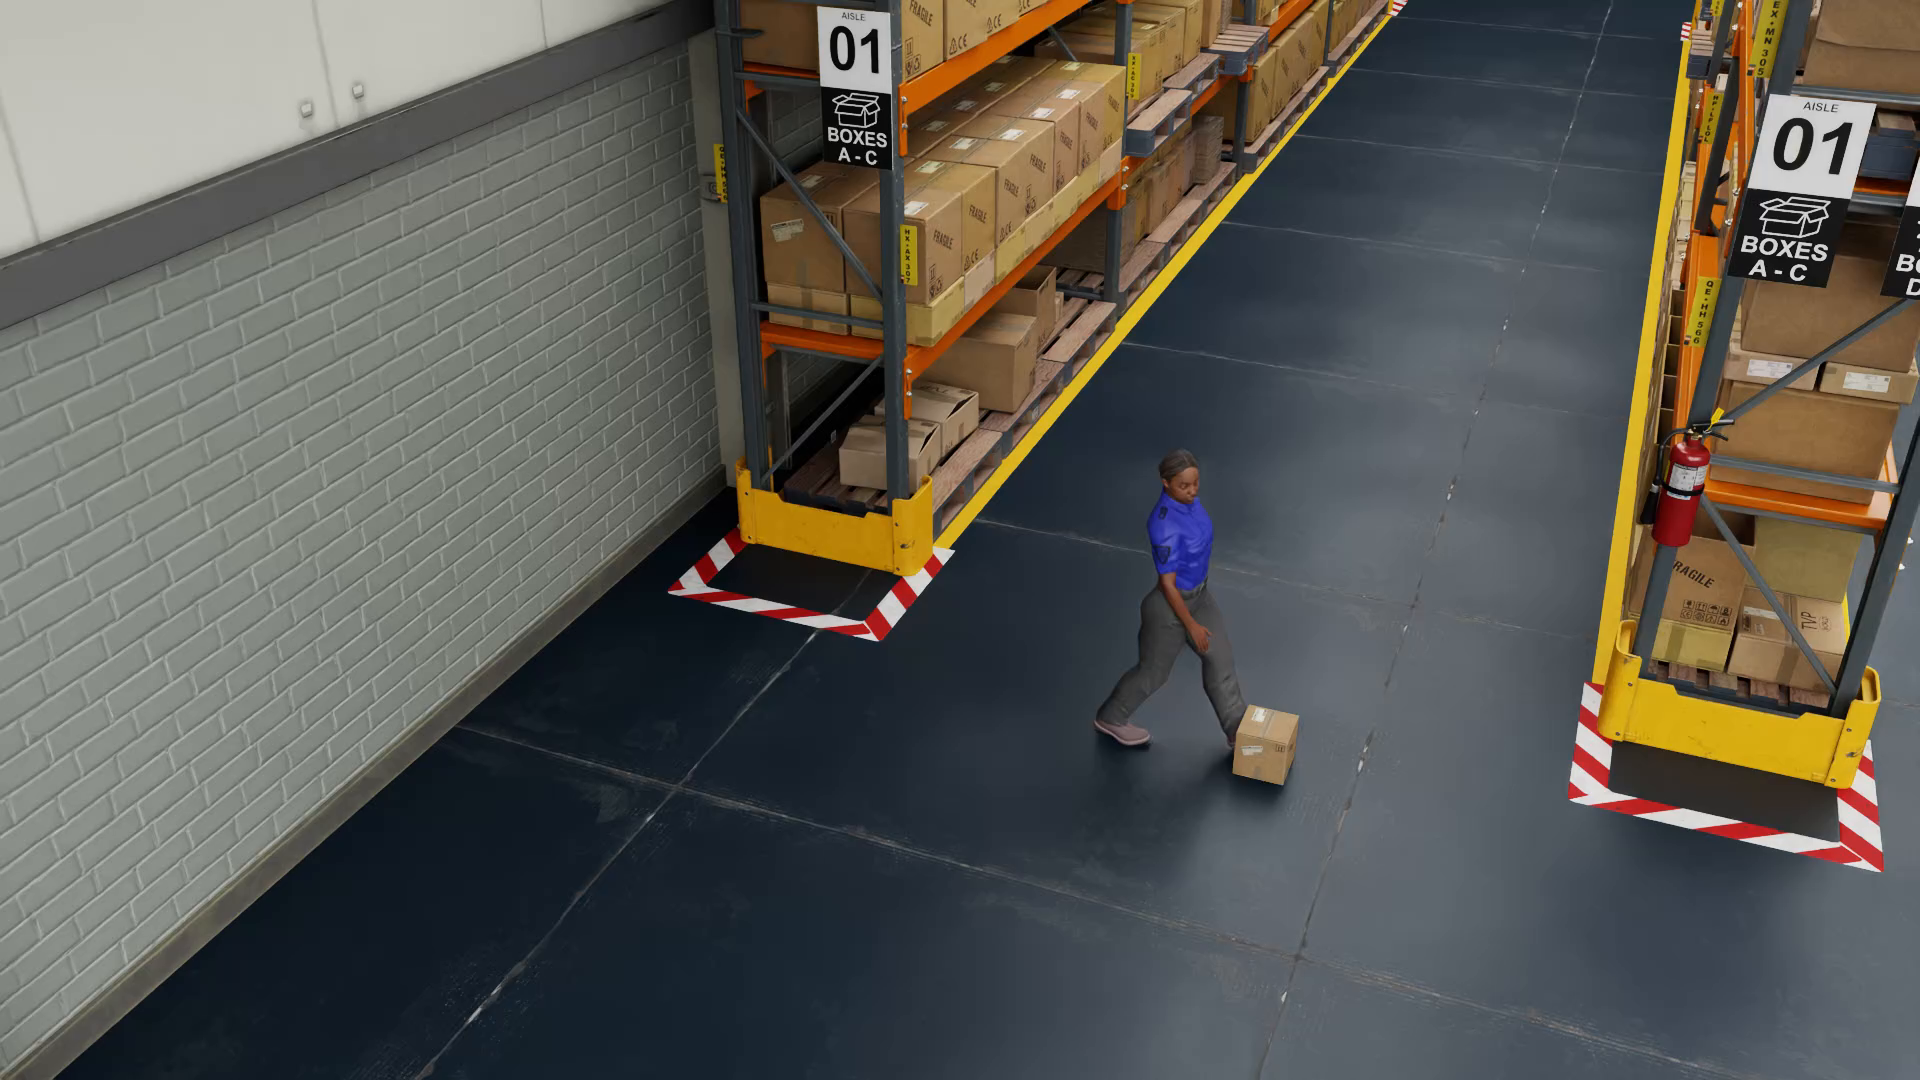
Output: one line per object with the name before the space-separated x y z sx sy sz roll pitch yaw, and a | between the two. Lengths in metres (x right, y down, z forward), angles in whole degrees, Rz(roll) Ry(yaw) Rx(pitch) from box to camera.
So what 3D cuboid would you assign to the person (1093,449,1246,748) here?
person | 1.122 0.324 7.848 0.927 1.622 0.476 15 33 25
